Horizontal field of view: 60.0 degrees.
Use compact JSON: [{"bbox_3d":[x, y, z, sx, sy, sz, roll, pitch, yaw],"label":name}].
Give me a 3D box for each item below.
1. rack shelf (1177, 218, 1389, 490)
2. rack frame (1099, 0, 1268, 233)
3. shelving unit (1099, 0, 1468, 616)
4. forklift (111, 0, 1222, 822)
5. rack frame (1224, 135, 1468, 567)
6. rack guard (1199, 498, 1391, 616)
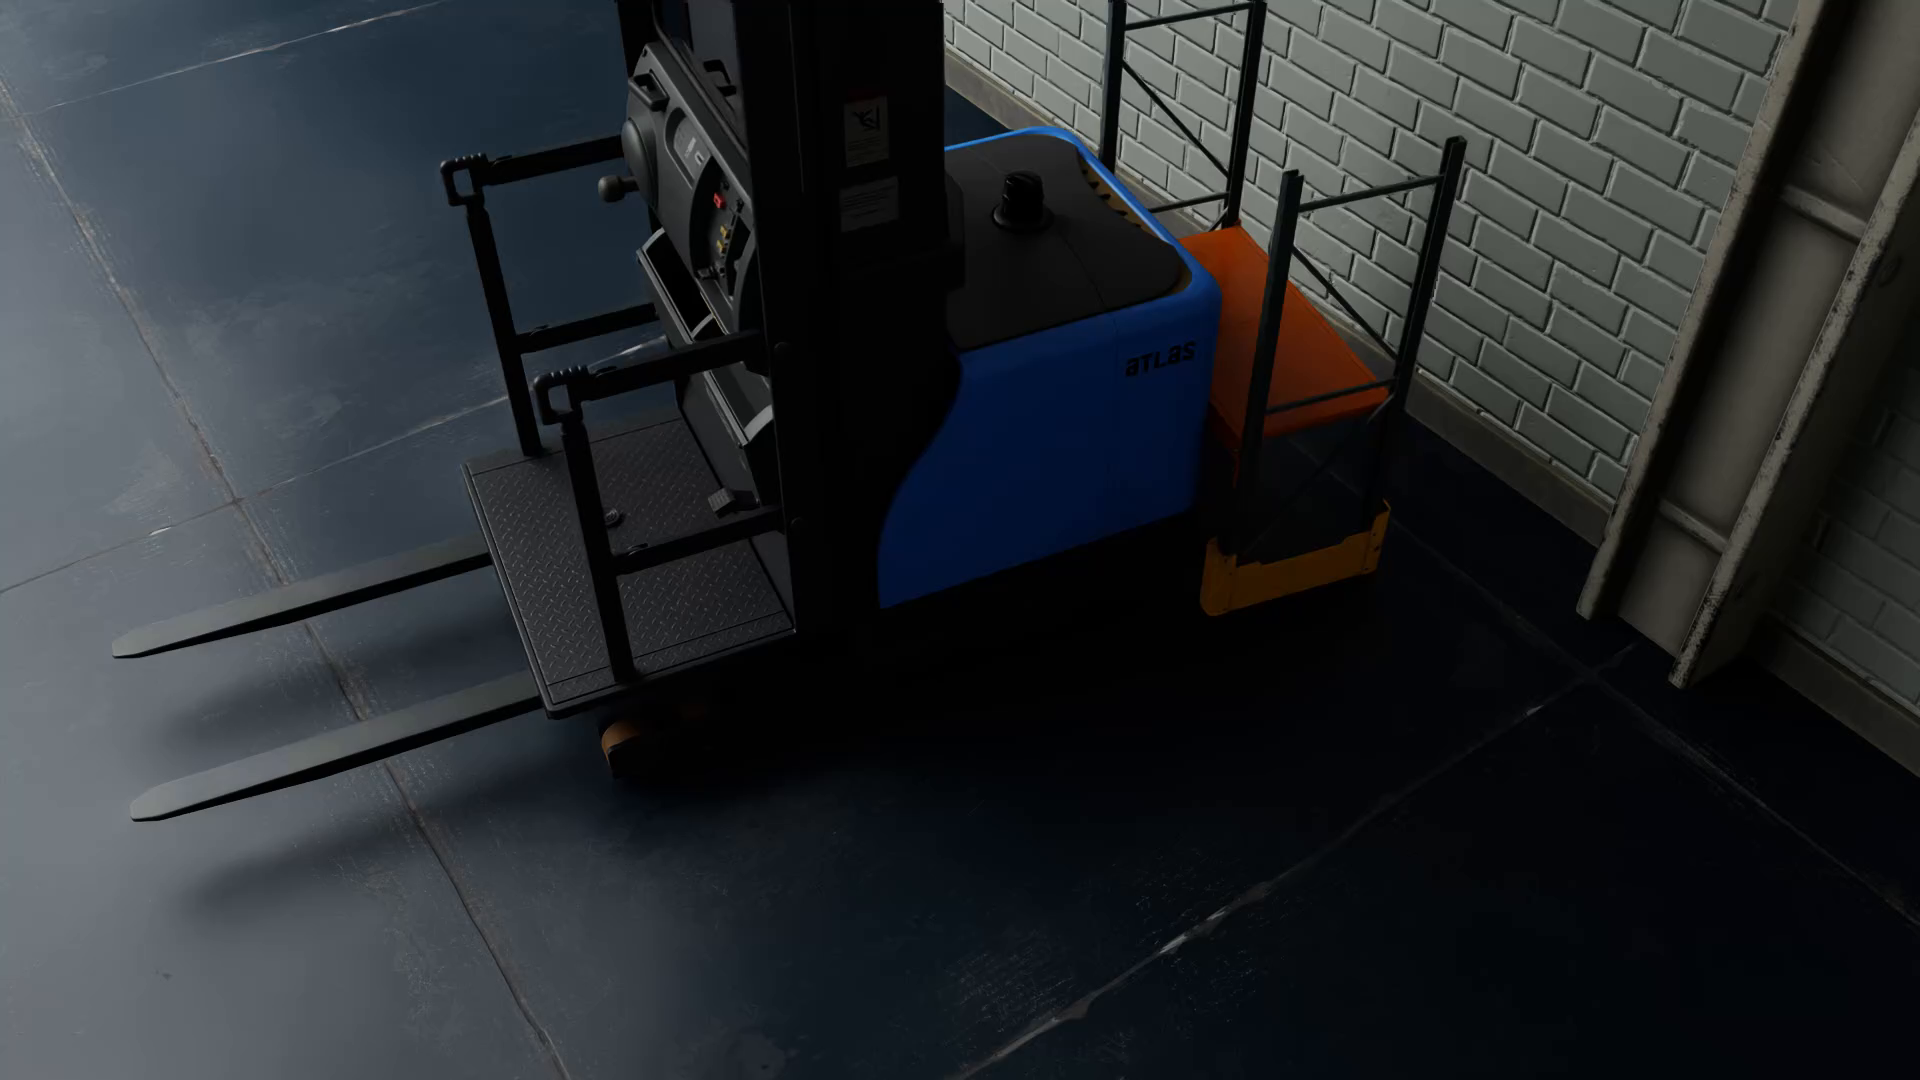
[{"bbox_3d":[0.838,-0.592,5.045,0.538,0.185,1.000,-14,46,-15],"label":"rack shelf"},{"bbox_3d":[0.661,-1.051,5.265,0.500,1.500,0.032,-14,46,-15],"label":"rack frame"},{"bbox_3d":[0.835,-0.728,4.927,0.587,1.500,1.083,-14,46,-15],"label":"shelving unit"},{"bbox_3d":[-0.845,-0.833,4.000,3.031,2.935,1.130,-17,46,-17],"label":"forklift"},{"bbox_3d":[1.016,-0.393,4.576,0.500,1.500,0.032,-14,46,-15],"label":"rack frame"},{"bbox_3d":[1.009,0.046,5.021,0.587,0.250,0.087,-14,46,-15],"label":"rack guard"}]
